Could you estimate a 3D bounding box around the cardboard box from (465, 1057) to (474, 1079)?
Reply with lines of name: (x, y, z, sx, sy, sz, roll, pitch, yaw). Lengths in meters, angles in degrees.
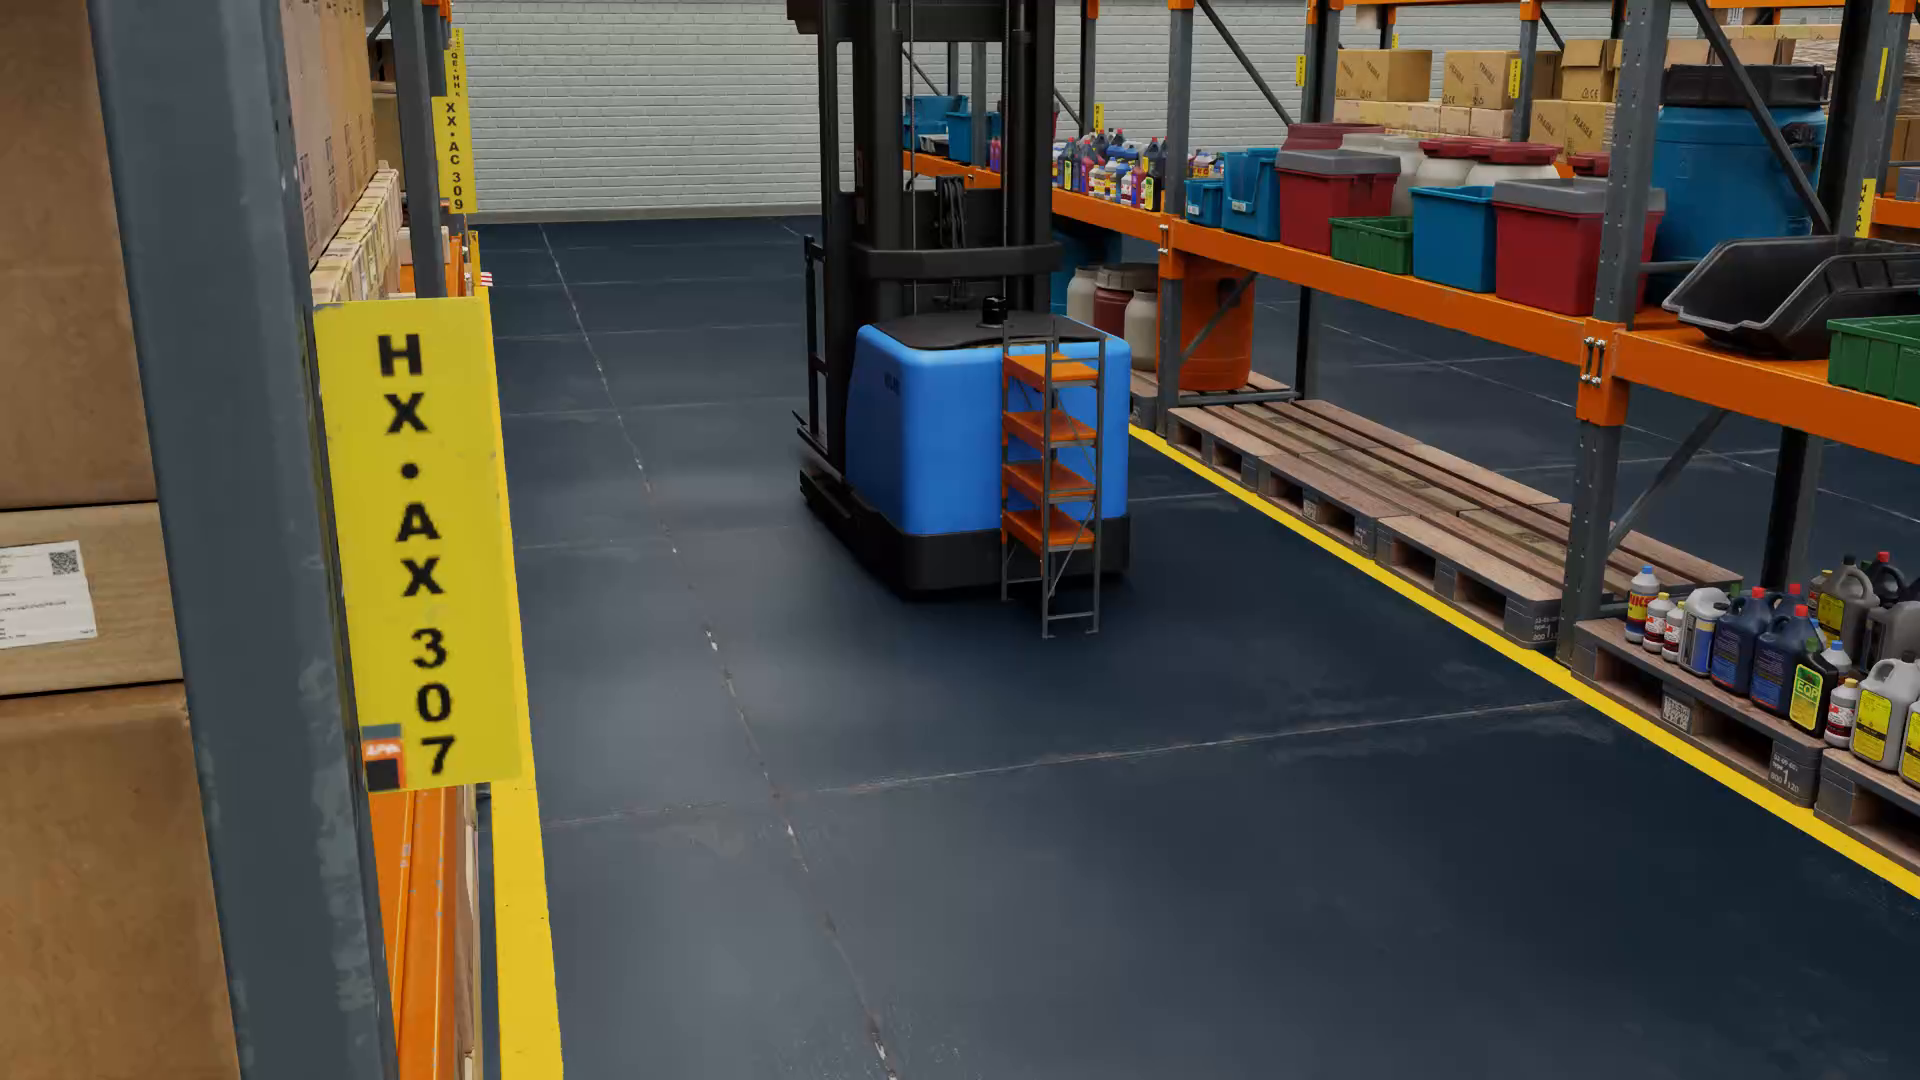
cardboard box: (-1.091, 1.177, 2.870, 0.500, 0.250, 0.500, -5, 17, -15)

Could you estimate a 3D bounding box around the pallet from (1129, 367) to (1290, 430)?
pallet: (1.429, -0.979, 10.846, 1.003, 0.211, 1.213, -5, 17, -15)

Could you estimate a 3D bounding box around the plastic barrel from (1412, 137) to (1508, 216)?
plastic barrel: (2.412, -1.663, 8.040, 0.433, 0.535, 0.433, 0, 17, 0)

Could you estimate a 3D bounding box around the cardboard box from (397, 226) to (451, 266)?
cardboard box: (-2.566, -1.362, 7.710, 0.380, 0.149, 0.250, -5, 17, -15)

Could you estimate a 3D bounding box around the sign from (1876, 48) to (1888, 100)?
sign: (5.915, -3.002, 10.718, 0.100, 0.325, 0.005, -5, 17, -15)

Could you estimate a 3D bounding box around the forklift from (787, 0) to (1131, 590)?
forklift: (-0.193, -1.575, 8.102, 1.130, 2.935, 3.031, -5, 18, -17)

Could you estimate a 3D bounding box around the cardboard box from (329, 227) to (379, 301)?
cardboard box: (-1.275, -0.479, 3.031, 0.380, 0.149, 0.250, -4, 17, -13)

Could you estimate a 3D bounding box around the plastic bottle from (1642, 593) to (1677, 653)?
plastic bottle: (2.479, 0.287, 5.883, 0.097, 0.201, 0.097, 0, 17, 0)

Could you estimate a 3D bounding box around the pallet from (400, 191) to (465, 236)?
pallet: (-3.332, -1.800, 9.063, 1.213, 0.211, 1.003, -5, 17, -15)

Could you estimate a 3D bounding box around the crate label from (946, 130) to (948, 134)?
crate label: (0.051, -3.848, 15.902, 0.396, 0.136, 0.243, -5, 17, -15)

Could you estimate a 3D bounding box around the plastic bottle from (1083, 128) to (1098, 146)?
plastic bottle: (1.015, -2.943, 12.622, 0.144, 0.351, 0.185, -5, 17, -15)

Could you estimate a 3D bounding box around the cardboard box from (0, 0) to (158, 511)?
cardboard box: (-1.010, -0.311, 1.344, 0.700, 0.500, 0.500, -5, 17, -15)

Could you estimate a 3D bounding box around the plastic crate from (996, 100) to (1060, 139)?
plastic crate: (0.582, -3.533, 14.283, 0.402, 0.464, 0.583, -5, 17, -15)

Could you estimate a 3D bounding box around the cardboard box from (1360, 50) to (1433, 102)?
cardboard box: (4.407, -4.699, 16.822, 0.500, 0.500, 0.500, -5, 17, -17)

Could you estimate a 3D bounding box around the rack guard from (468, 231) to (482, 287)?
rack guard: (-5.256, -2.704, 16.086, 1.175, 0.500, 0.348, -5, 17, -15)

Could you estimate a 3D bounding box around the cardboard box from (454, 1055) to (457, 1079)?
cardboard box: (-0.953, 0.956, 2.302, 0.500, 0.500, 0.500, -5, 17, -15)

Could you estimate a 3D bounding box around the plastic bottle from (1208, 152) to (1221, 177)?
plastic bottle: (1.694, -2.422, 11.004, 0.061, 0.283, 0.133, -5, 17, -15)

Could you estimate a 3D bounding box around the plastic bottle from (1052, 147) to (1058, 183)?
plastic bottle: (0.671, -2.632, 11.725, 0.097, 0.271, 0.097, 0, 17, 0)

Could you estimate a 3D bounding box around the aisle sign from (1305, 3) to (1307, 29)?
aisle sign: (3.941, -5.946, 18.013, 0.394, 0.787, 0.004, -5, 17, -15)

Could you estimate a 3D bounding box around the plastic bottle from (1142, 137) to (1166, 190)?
plastic bottle: (1.347, -2.601, 11.482, 0.144, 0.351, 0.185, -5, 17, -15)

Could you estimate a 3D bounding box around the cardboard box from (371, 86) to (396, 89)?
cardboard box: (-3.633, -2.581, 10.427, 0.700, 0.500, 0.500, -10, 19, -29)

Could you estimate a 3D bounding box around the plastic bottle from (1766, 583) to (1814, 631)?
plastic bottle: (2.746, 0.309, 5.550, 0.144, 0.351, 0.185, -5, 17, -15)

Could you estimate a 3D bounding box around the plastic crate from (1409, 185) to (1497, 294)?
plastic crate: (2.182, -1.267, 6.983, 0.392, 0.384, 0.575, -5, 17, -15)

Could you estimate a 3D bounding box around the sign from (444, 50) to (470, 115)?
sign: (-2.546, -2.309, 8.412, 0.100, 0.325, 0.005, -5, 17, -15)

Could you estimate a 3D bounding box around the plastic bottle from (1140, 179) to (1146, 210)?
plastic bottle: (1.150, -2.117, 10.130, 0.097, 0.201, 0.097, 0, 17, 0)

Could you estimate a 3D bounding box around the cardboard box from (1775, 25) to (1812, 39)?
cardboard box: (9.180, -5.308, 17.980, 0.500, 0.500, 0.500, -5, 17, -16)

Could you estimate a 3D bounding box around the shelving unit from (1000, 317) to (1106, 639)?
shelving unit: (0.366, -0.259, 6.729, 0.258, 1.200, 0.503, -5, 18, -17)

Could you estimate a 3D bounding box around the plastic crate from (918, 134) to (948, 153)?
plastic crate: (-0.182, -3.567, 14.967, 0.293, 0.136, 0.466, -5, 17, -15)

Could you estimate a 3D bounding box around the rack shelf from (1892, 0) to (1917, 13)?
rack shelf: (6.997, -3.031, 8.864, 1.077, 0.370, 4.000, -5, 17, -15)

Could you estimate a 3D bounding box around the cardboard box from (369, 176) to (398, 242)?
cardboard box: (-1.632, -0.835, 4.216, 0.380, 0.149, 0.250, -5, 17, -16)

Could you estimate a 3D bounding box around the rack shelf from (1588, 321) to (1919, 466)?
rack shelf: (3.334, -0.096, 4.308, 1.077, 0.370, 4.000, -5, 17, -15)

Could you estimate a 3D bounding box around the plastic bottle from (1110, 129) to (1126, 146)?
plastic bottle: (1.204, -2.903, 12.490, 0.144, 0.351, 0.185, -5, 17, -15)

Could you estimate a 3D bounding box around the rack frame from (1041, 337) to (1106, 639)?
rack frame: (0.441, -0.192, 6.506, 0.240, 1.200, 0.015, -5, 18, -17)

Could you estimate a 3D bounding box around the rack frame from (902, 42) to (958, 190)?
rack frame: (-0.513, -4.313, 17.097, 1.000, 3.000, 0.127, -5, 17, -15)

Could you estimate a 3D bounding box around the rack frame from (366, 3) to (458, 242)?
rack frame: (-3.078, -1.710, 8.429, 1.000, 3.000, 0.127, -5, 17, -15)

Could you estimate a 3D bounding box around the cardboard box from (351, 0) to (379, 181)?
cardboard box: (-1.851, -1.150, 4.138, 0.700, 0.500, 0.500, -5, 17, -15)

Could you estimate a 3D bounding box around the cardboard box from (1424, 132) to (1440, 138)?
cardboard box: (4.666, -3.821, 15.895, 0.380, 0.149, 0.250, -4, 17, -14)

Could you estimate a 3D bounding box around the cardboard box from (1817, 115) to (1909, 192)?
cardboard box: (6.074, -2.657, 11.408, 0.500, 0.500, 0.500, -4, 17, -14)

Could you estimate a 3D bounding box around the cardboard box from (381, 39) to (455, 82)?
cardboard box: (-4.037, -3.495, 12.463, 0.500, 0.500, 0.500, -4, 17, -14)

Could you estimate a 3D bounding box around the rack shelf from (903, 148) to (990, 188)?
rack shelf: (0.036, -3.415, 15.358, 1.077, 0.370, 4.000, -5, 17, -15)

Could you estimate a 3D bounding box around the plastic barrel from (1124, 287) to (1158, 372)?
plastic barrel: (1.293, -1.393, 10.970, 0.421, 0.512, 0.421, 0, 17, 0)

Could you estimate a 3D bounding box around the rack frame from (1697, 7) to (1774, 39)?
rack frame: (9.046, -5.069, 19.613, 1.000, 3.000, 0.127, -5, 17, -15)

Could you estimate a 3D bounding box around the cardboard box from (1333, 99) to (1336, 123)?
cardboard box: (4.121, -4.621, 17.866, 0.500, 0.250, 0.500, -5, 17, -17)

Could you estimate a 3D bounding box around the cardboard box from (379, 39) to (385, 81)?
cardboard box: (-4.709, -3.604, 12.823, 0.500, 0.500, 0.500, -5, 17, -16)

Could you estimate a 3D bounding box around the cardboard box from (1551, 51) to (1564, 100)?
cardboard box: (5.462, -4.181, 15.096, 0.500, 0.500, 0.500, -5, 17, -15)

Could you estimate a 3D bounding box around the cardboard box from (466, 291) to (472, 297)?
cardboard box: (-3.359, -1.299, 10.643, 0.500, 0.500, 0.500, -5, 18, -17)

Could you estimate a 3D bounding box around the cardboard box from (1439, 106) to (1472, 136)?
cardboard box: (4.830, -3.913, 15.509, 0.500, 0.250, 0.500, -4, 17, -14)

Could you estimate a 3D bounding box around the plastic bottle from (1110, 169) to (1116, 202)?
plastic bottle: (1.006, -2.261, 10.611, 0.097, 0.201, 0.097, 0, 17, 0)

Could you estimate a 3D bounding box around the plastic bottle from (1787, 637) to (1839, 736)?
plastic bottle: (2.665, 0.454, 5.184, 0.061, 0.283, 0.133, -4, 17, -13)

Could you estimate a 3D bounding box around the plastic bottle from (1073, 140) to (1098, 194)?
plastic bottle: (0.846, -2.518, 11.207, 0.144, 0.351, 0.185, -5, 17, -15)

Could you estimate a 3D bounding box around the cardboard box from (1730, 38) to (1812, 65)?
cardboard box: (6.086, -3.404, 12.153, 0.797, 0.503, 0.637, -4, 17, -14)

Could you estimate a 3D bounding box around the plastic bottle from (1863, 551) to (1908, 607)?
plastic bottle: (3.239, 0.220, 5.847, 0.144, 0.351, 0.185, -5, 17, -17)
